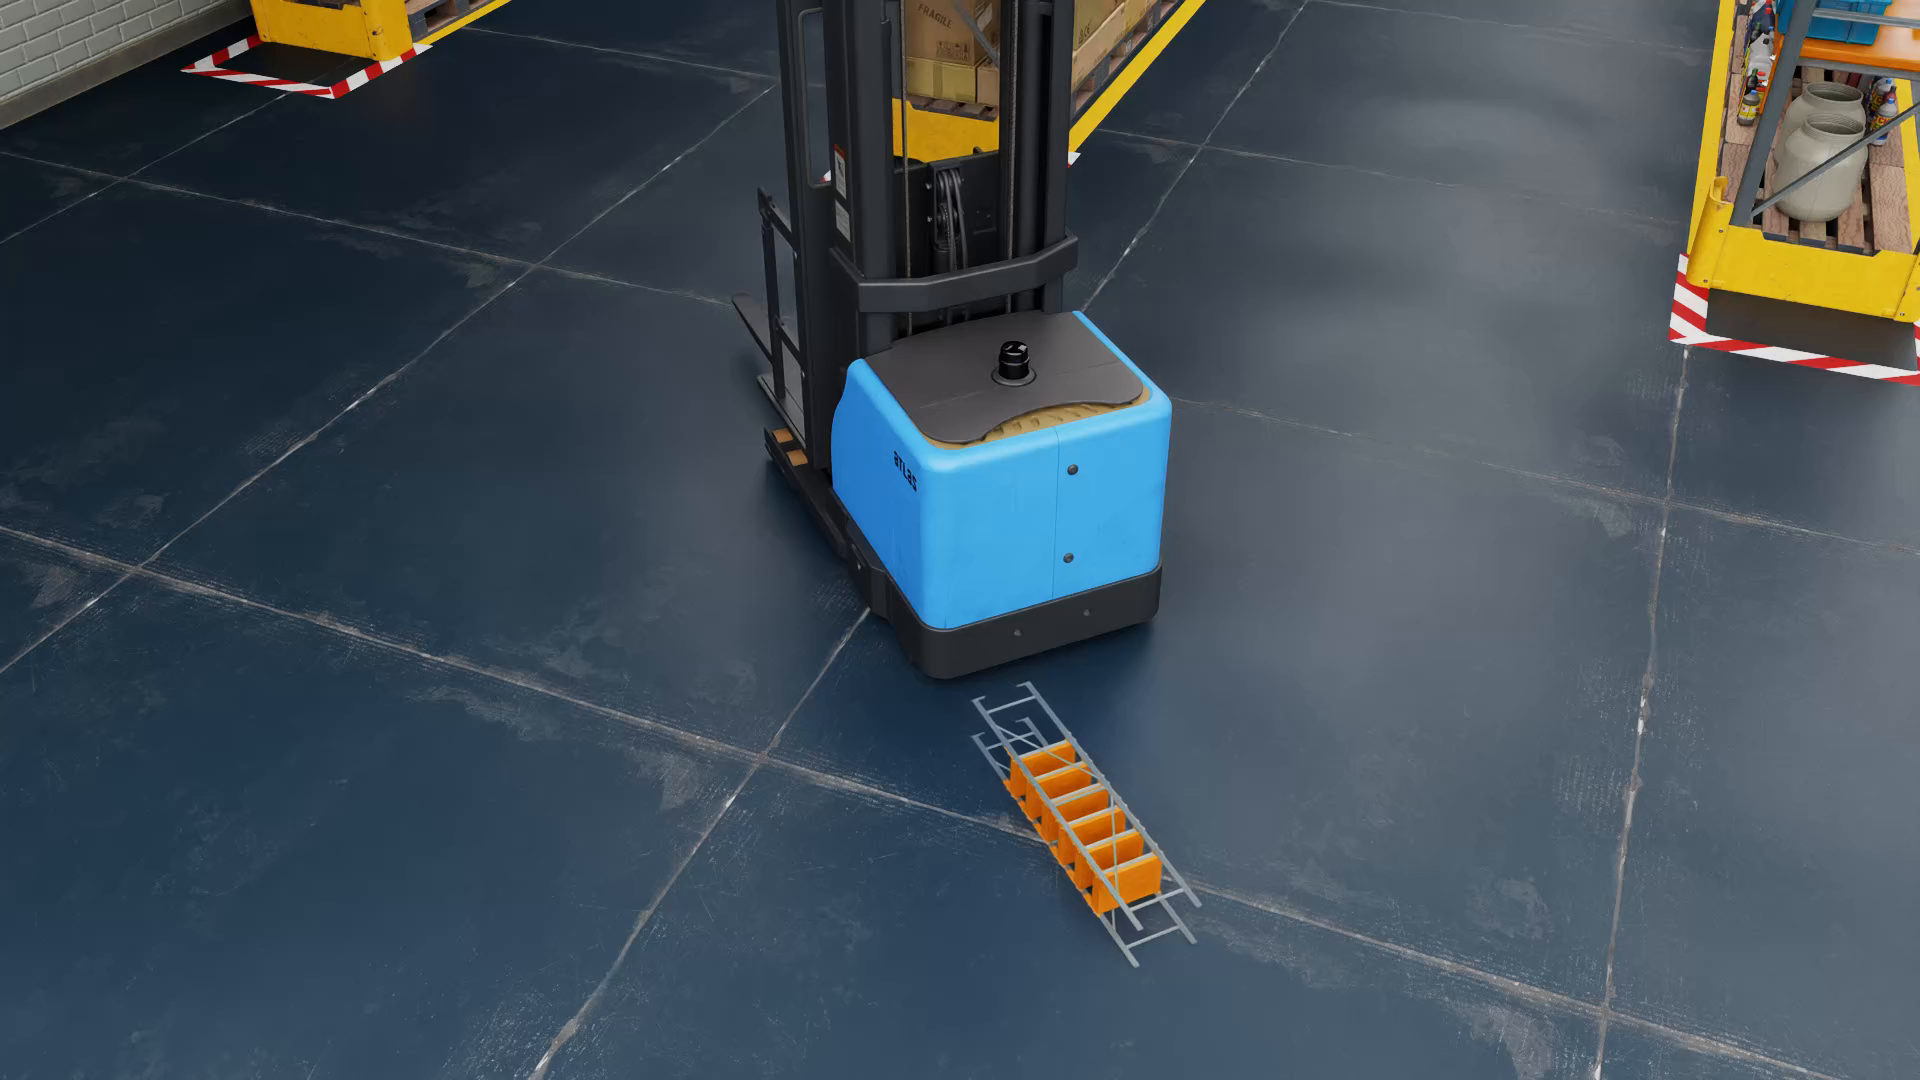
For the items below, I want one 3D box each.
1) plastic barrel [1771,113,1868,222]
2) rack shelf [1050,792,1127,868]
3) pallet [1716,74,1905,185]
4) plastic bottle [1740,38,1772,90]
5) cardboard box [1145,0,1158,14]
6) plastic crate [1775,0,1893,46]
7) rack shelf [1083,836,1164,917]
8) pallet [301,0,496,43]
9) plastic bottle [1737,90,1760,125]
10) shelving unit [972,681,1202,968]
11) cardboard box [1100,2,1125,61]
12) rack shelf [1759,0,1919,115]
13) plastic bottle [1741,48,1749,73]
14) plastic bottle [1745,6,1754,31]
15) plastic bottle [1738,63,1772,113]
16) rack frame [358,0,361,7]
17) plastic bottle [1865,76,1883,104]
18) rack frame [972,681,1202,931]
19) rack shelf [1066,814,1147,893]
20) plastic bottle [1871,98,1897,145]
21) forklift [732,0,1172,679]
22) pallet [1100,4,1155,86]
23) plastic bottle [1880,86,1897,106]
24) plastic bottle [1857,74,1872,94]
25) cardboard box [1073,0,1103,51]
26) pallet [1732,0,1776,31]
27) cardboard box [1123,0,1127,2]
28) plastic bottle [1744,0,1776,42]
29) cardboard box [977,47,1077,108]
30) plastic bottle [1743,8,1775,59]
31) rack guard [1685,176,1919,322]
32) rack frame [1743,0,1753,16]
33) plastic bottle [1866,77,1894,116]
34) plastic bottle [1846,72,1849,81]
[{"bbox_3d":[4.781,-2.068,9.238,0.421,0.512,0.421,0,37,0],"label":"plastic barrel"},{"bbox_3d":[0.445,0.999,5.751,0.258,0.180,0.103,-16,40,-20],"label":"rack shelf"},{"bbox_3d":[5.366,-2.572,10.515,1.003,0.211,1.213,14,39,18],"label":"pallet"},{"bbox_3d":[5.128,-3.049,10.669,0.144,0.351,0.185,15,39,20],"label":"plastic bottle"},{"bbox_3d":[1.193,-4.065,12.129,0.500,0.250,0.500,14,39,18],"label":"cardboard box"},{"bbox_3d":[4.514,-2.800,8.615,0.499,0.251,0.616,14,39,18],"label":"plastic crate"},{"bbox_3d":[0.549,1.129,5.578,0.258,0.180,0.103,-16,40,-20],"label":"rack shelf"},{"bbox_3d":[-4.190,-4.138,12.610,1.003,0.211,1.213,14,39,18],"label":"pallet"},{"bbox_3d":[4.894,-2.686,10.308,0.097,0.201,0.097,0,37,0],"label":"plastic bottle"},{"bbox_3d":[0.412,0.959,5.806,0.258,0.189,1.200,-16,40,-20],"label":"shelving unit"},{"bbox_3d":[0.809,-3.512,11.389,0.500,0.250,0.500,14,39,18],"label":"cardboard box"},{"bbox_3d":[5.362,-3.334,9.805,1.077,0.370,4.000,14,39,18],"label":"rack shelf"},{"bbox_3d":[5.231,-3.176,10.964,0.097,0.201,0.097,0,37,0],"label":"plastic bottle"},{"bbox_3d":[5.557,-3.652,11.600,0.097,0.201,0.097,0,37,0],"label":"plastic bottle"},{"bbox_3d":[5.015,-2.850,10.464,0.152,0.276,0.135,14,39,18],"label":"plastic bottle"},{"bbox_3d":[-4.561,-4.771,11.128,1.000,3.000,0.127,14,39,18],"label":"rack frame"},{"bbox_3d":[5.824,-2.888,10.520,0.097,0.271,0.097,0,37,0],"label":"plastic bottle"},{"bbox_3d":[0.412,0.885,5.751,0.240,0.006,1.200,-16,40,-20],"label":"rack frame"},{"bbox_3d":[0.497,1.064,5.665,0.258,0.180,0.103,-16,40,-20],"label":"rack shelf"},{"bbox_3d":[5.579,-2.531,10.042,0.097,0.271,0.097,0,37,0],"label":"plastic bottle"},{"bbox_3d":[-0.254,-1.515,6.829,1.130,2.935,3.031,-15,39,-19],"label":"forklift"},{"bbox_3d":[0.739,-3.634,11.935,1.003,0.211,1.213,14,39,18],"label":"pallet"},{"bbox_3d":[5.682,-2.657,10.200,0.061,0.283,0.133,14,39,18],"label":"plastic bottle"},{"bbox_3d":[5.883,-3.018,10.690,0.152,0.276,0.135,15,39,19],"label":"plastic bottle"},{"bbox_3d":[0.620,-3.536,10.794,0.500,0.500,0.500,14,39,18],"label":"cardboard box"},{"bbox_3d":[6.386,-4.056,12.500,1.003,0.211,1.213,14,39,18],"label":"pallet"},{"bbox_3d":[1.004,-4.088,11.534,0.500,0.500,0.500,14,39,18],"label":"cardboard box"},{"bbox_3d":[5.498,-3.552,11.405,0.152,0.276,0.135,15,39,19],"label":"plastic bottle"},{"bbox_3d":[0.431,-2.958,10.648,0.500,0.250,0.500,14,39,18],"label":"cardboard box"},{"bbox_3d":[5.360,-3.387,11.121,0.144,0.351,0.185,12,38,16],"label":"plastic bottle"},{"bbox_3d":[4.586,-1.566,8.927,1.175,0.500,0.348,14,39,18],"label":"rack guard"},{"bbox_3d":[6.123,-4.729,11.071,1.000,3.000,0.127,14,39,18],"label":"rack frame"},{"bbox_3d":[5.747,-2.776,10.370,0.097,0.271,0.097,0,37,0],"label":"plastic bottle"},{"bbox_3d":[5.844,-3.119,10.819,0.061,0.283,0.133,14,39,18],"label":"plastic bottle"}]
